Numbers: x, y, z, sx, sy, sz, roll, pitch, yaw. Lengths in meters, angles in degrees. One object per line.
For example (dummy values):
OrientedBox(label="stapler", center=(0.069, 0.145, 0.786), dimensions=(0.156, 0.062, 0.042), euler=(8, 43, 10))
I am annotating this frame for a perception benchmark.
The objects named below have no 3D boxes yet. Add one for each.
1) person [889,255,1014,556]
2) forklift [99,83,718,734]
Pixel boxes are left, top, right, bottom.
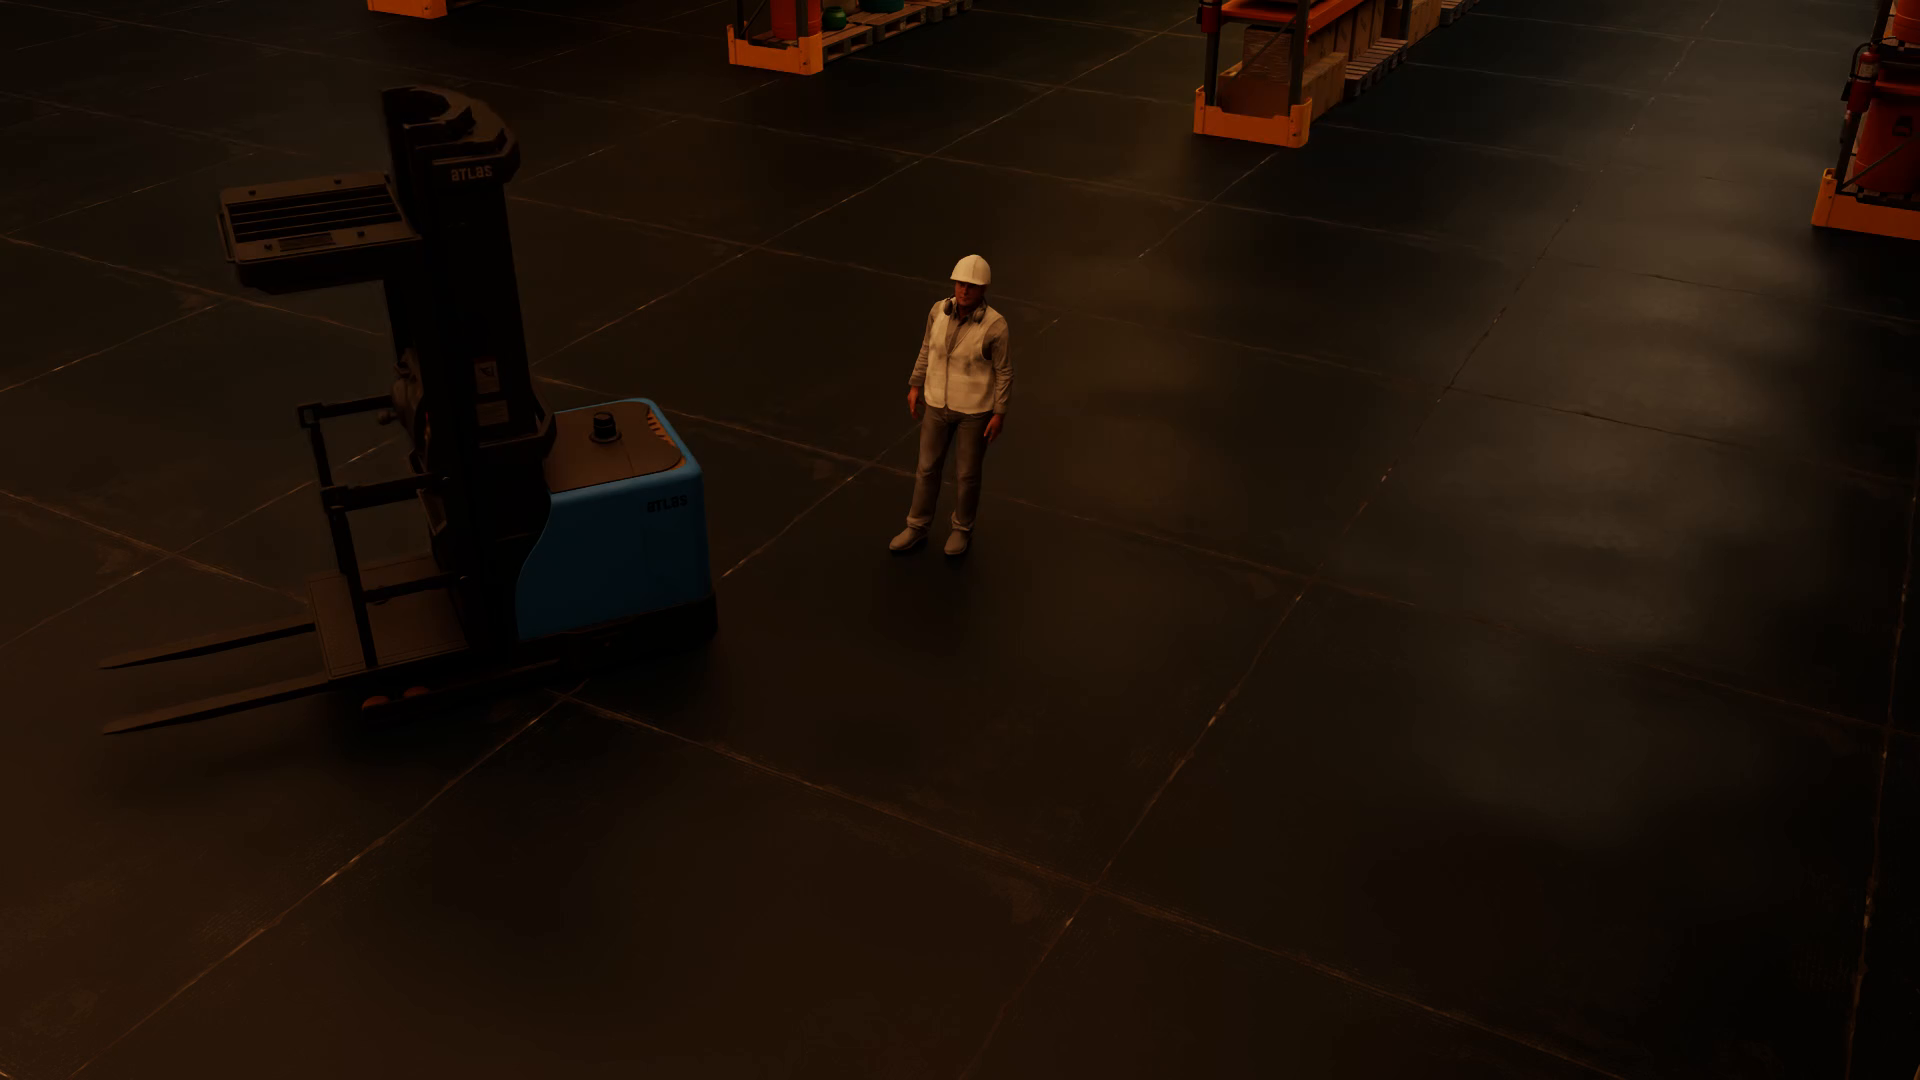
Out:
OrientedBox(label="person", center=(-0.037, -0.749, 9.511), dimensions=(0.634, 1.775, 0.566), euler=(15, 33, 25))
OrientedBox(label="forklift", center=(-2.874, -0.621, 8.146), dimensions=(3.031, 2.935, 1.130), euler=(-13, 32, -21))
